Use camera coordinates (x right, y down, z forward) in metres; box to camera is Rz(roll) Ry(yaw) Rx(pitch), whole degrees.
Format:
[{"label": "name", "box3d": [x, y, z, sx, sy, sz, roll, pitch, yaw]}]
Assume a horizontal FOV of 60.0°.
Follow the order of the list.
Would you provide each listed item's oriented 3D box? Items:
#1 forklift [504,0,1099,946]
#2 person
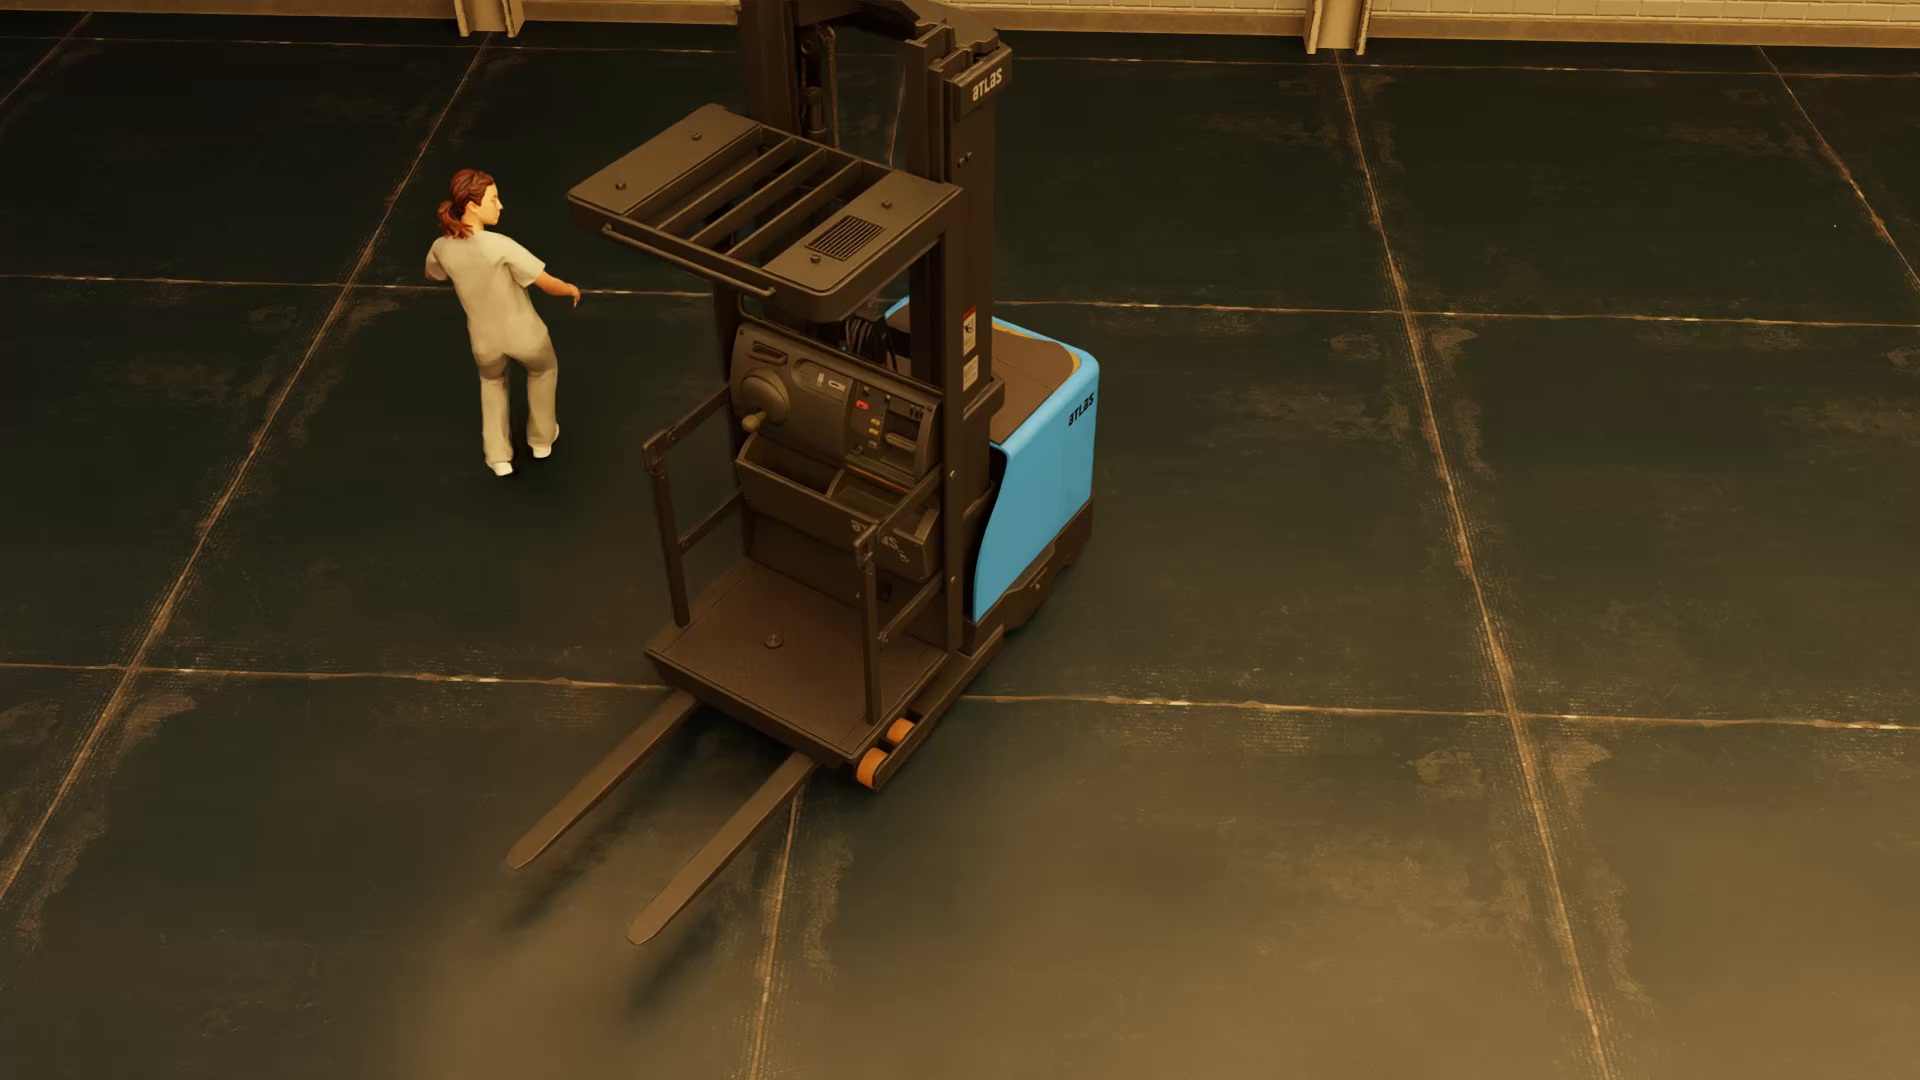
[{"label": "forklift", "box3d": [-0.608, -0.434, 6.217, 1.130, 2.935, 3.031, 24, 48, 24]}, {"label": "person", "box3d": [-2.148, -1.054, 7.907, 0.682, 1.600, 0.622, 1, 42, 1]}]
